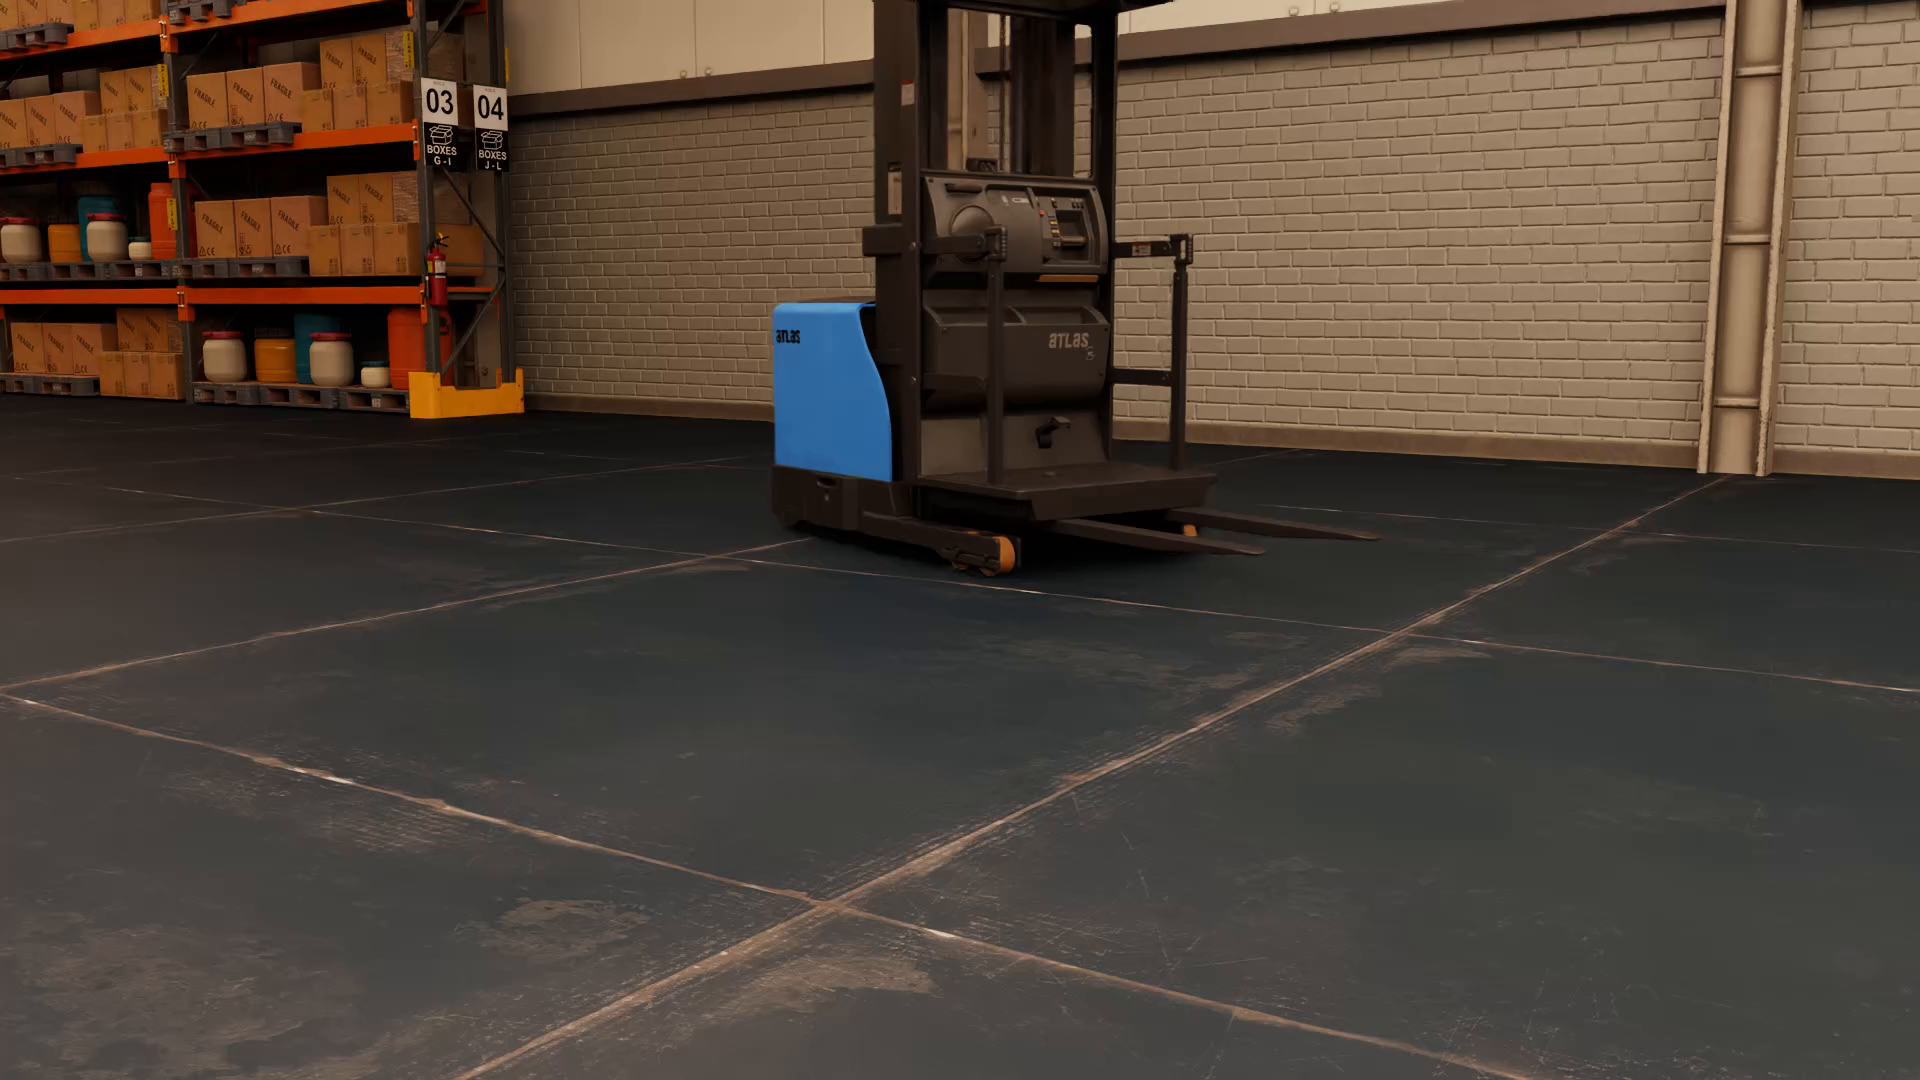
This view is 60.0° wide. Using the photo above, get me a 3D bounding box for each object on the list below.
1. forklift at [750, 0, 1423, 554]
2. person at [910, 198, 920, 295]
[{"bbox_3d":[0.575,-1.467,7.512,3.031,2.935,1.130,-1,8,-9],"label":"forklift"},{"bbox_3d":[-0.131,-1.348,10.743,0.385,1.790,0.535,-2,8,-12],"label":"person"}]
